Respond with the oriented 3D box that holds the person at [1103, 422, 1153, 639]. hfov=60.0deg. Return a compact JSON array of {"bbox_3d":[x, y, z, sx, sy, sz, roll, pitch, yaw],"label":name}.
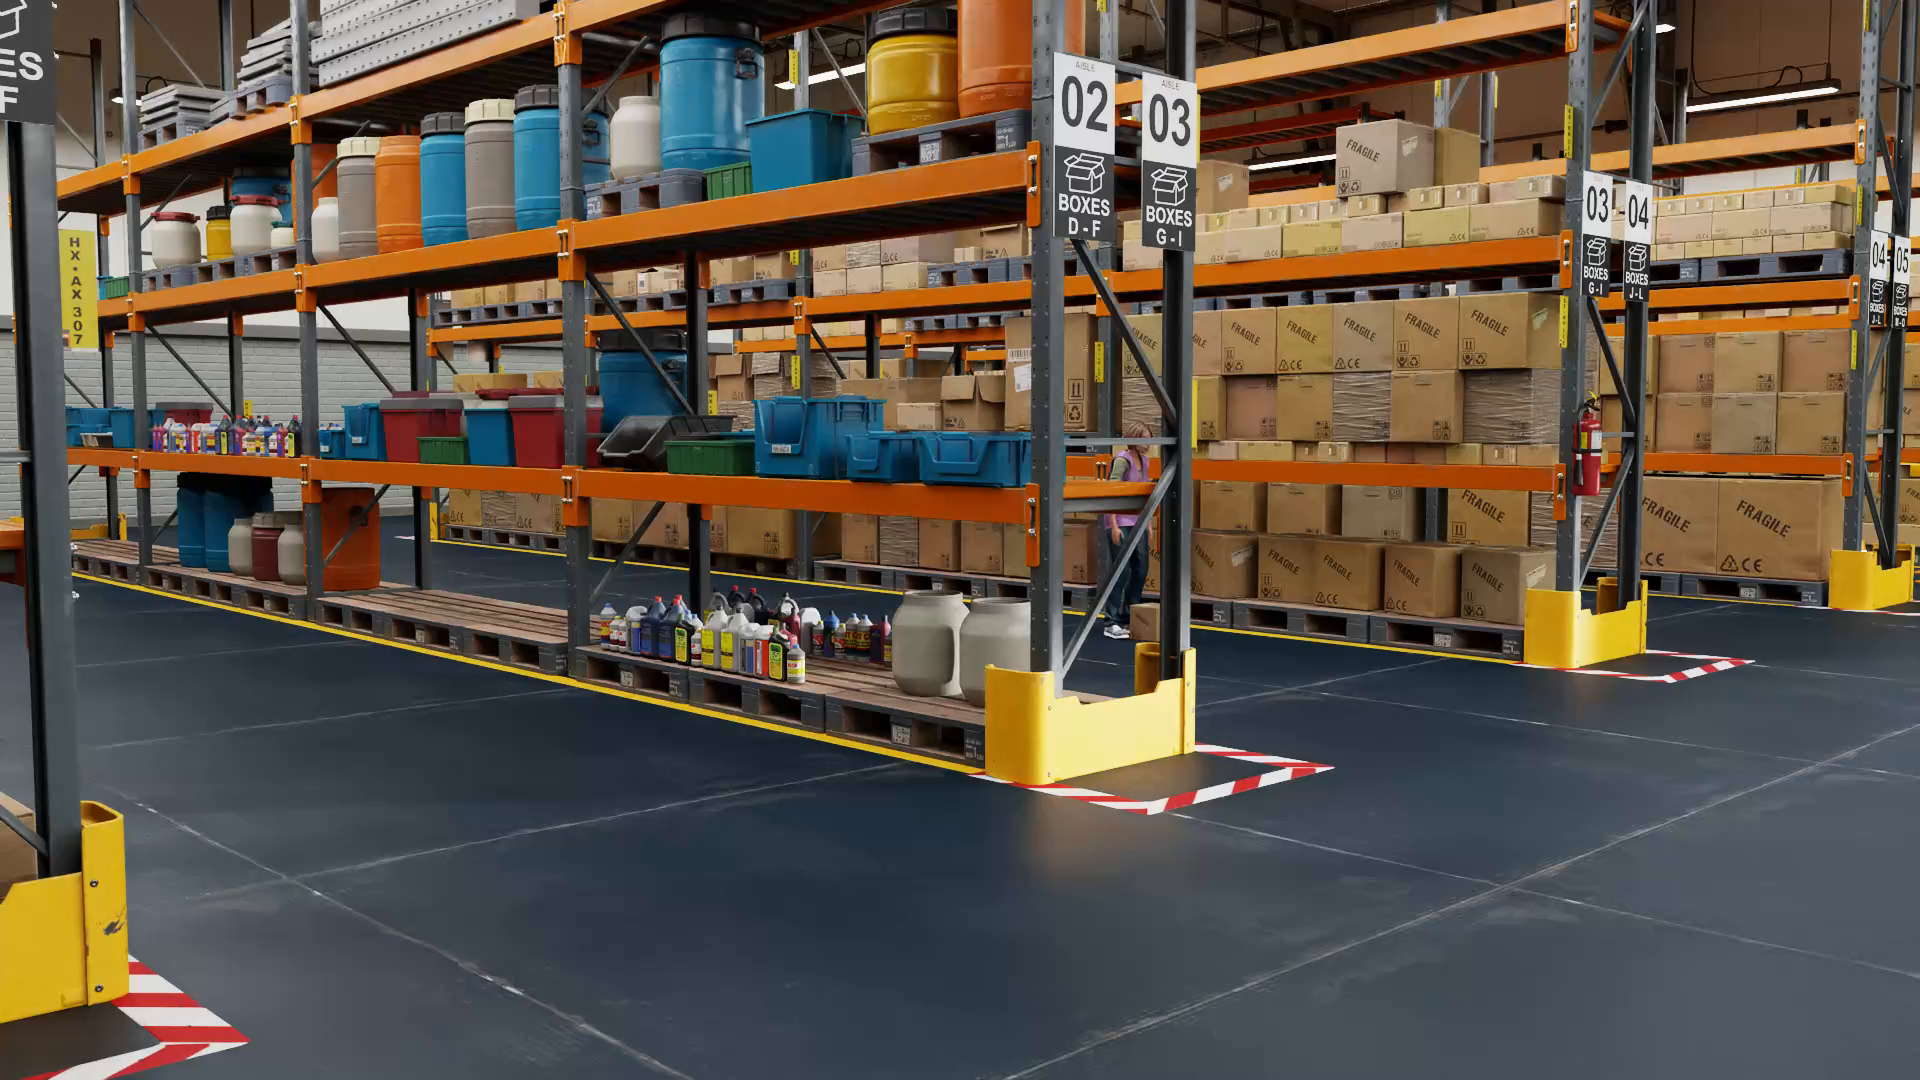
[{"bbox_3d":[1.258,-0.072,12.353,0.467,1.581,0.350,-4,6,-44],"label":"person"}]
